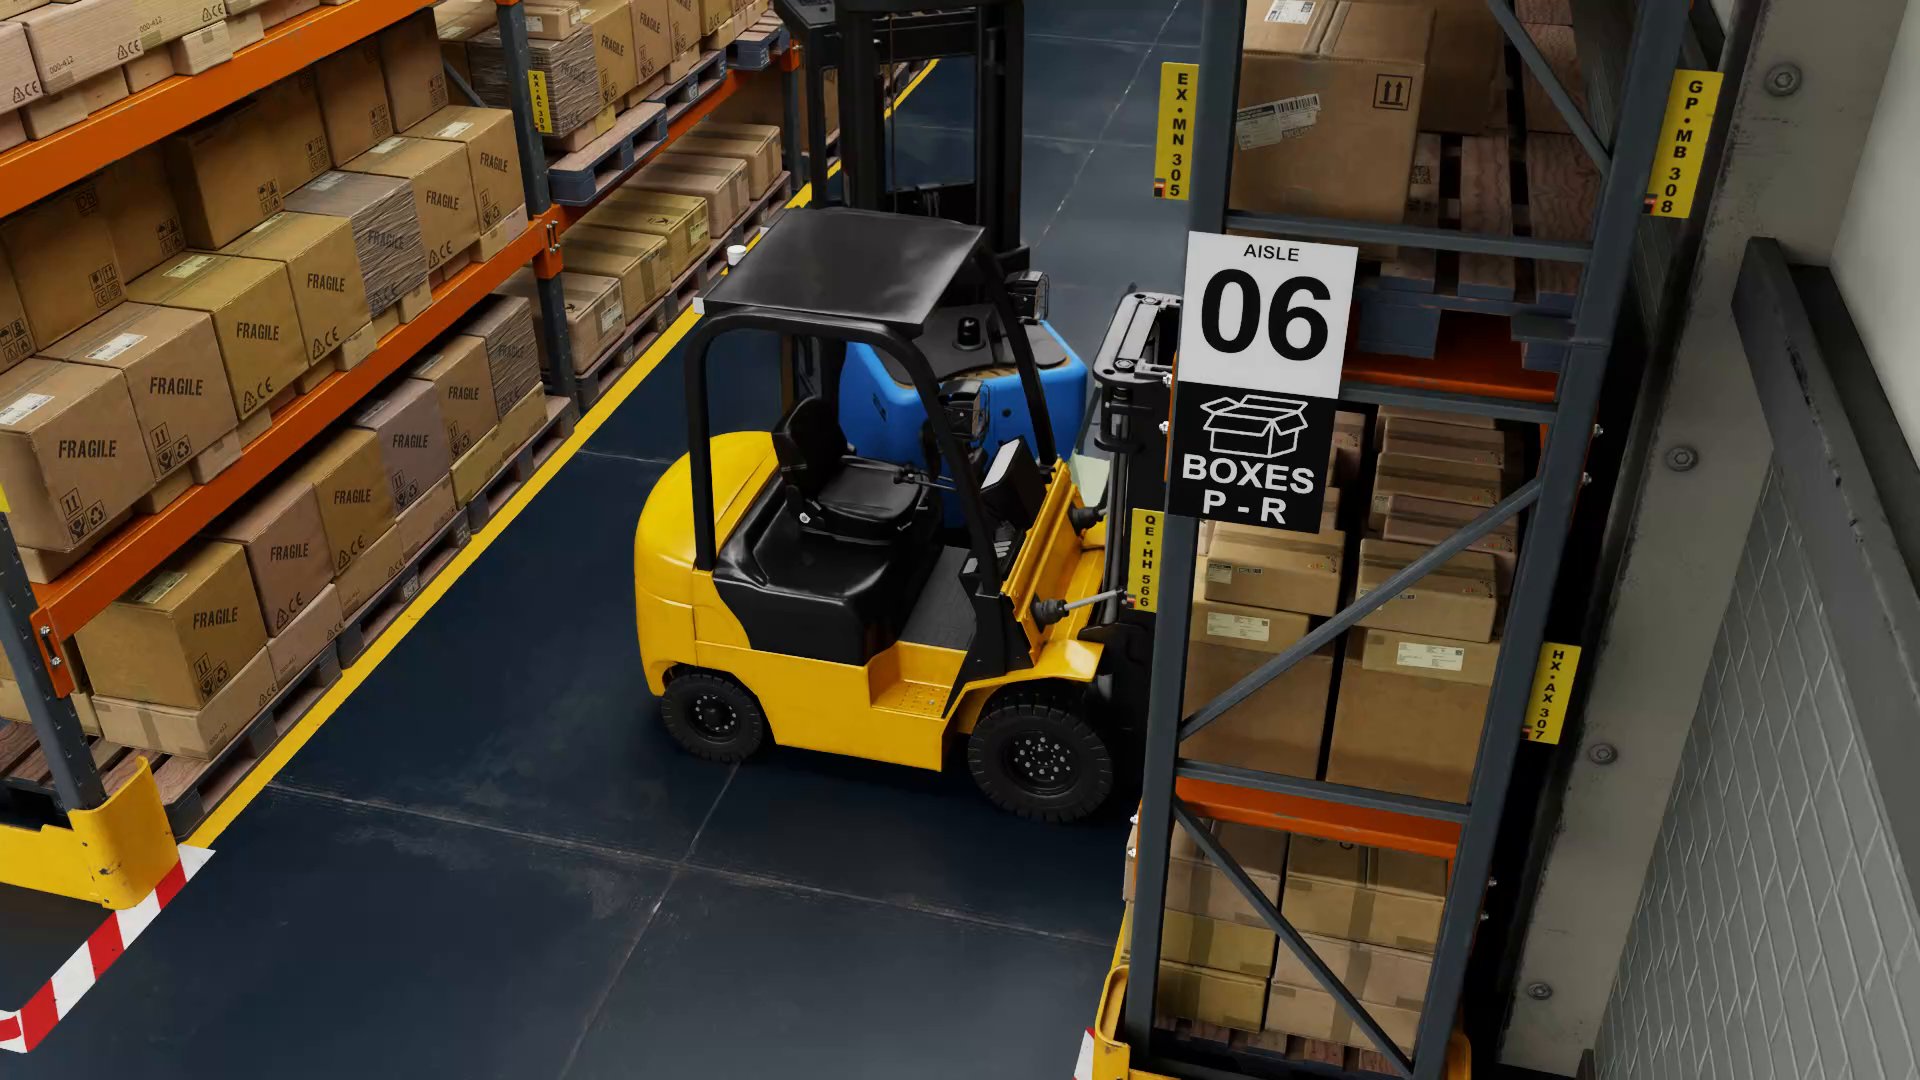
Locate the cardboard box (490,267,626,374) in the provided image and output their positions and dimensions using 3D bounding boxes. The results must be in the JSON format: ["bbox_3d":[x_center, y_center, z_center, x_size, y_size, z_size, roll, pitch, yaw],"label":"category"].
[{"bbox_3d":[-2.620,-1.361,10.153,0.950,0.372,0.625,8,33,13],"label":"cardboard box"}]

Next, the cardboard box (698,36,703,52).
[{"bbox_3d":[-1.924,-3.292,10.975,0.380,0.149,0.250,8,33,13],"label":"cardboard box"}]

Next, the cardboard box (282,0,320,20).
[{"bbox_3d":[-2.959,-2.320,7.042,0.380,0.149,0.250,9,33,13],"label":"cardboard box"}]

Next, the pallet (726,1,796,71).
[{"bbox_3d":[-1.814,-3.631,11.845,1.213,0.211,1.003,8,33,12],"label":"pallet"}]

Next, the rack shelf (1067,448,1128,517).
[{"bbox_3d":[0.726,-0.072,7.976,0.431,0.370,0.720,11,31,-10],"label":"rack shelf"}]

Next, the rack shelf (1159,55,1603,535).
[{"bbox_3d":[1.544,-1.271,5.828,1.077,0.370,4.000,8,33,12],"label":"rack shelf"}]

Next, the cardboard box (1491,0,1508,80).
[{"bbox_3d":[1.455,-1.879,5.533,0.797,0.503,0.637,9,34,14],"label":"cardboard box"}]

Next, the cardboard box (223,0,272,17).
[{"bbox_3d":[-2.987,-2.292,6.626,0.500,0.250,0.500,9,33,13],"label":"cardboard box"}]

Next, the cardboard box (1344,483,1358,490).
[{"bbox_3d":[1.177,-0.138,6.078,0.500,0.500,0.500,7,33,11],"label":"cardboard box"}]

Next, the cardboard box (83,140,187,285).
[{"bbox_3d":[-3.682,-1.370,6.806,0.700,0.500,0.500,8,33,12],"label":"cardboard box"}]

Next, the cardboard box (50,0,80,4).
[{"bbox_3d":[-3.171,-1.972,5.751,0.380,0.149,0.250,8,33,12],"label":"cardboard box"}]

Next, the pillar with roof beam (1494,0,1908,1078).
[{"bbox_3d":[-2.079,-2.627,4.495,9.100,9.000,0.400,8,33,12],"label":"pillar with roof beam"}]

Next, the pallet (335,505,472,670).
[{"bbox_3d":[-3.195,0.145,8.326,1.003,0.211,1.213,8,33,12],"label":"pallet"}]

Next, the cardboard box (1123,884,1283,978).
[{"bbox_3d":[0.857,1.206,5.763,0.500,0.250,0.500,8,33,12],"label":"cardboard box"}]

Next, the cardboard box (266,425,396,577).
[{"bbox_3d":[-3.025,-0.203,7.745,0.500,0.500,0.500,9,33,13],"label":"cardboard box"}]

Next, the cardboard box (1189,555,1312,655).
[{"bbox_3d":[0.853,0.195,4.950,0.380,0.149,0.250,8,33,13],"label":"cardboard box"}]

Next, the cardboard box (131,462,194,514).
[{"bbox_3d":[-3.284,-0.247,6.576,0.380,0.149,0.250,7,33,11],"label":"cardboard box"}]

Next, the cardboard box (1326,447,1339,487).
[{"bbox_3d":[0.996,-0.199,5.292,0.380,0.149,0.250,9,33,13],"label":"cardboard box"}]

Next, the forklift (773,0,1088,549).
[{"bbox_3d":[-0.314,-1.841,8.913,1.130,2.935,3.031,-10,34,-16],"label":"forklift"}]

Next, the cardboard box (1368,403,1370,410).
[{"bbox_3d":[1.949,-0.595,6.797,0.500,0.500,0.500,7,33,11],"label":"cardboard box"}]

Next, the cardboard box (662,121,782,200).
[{"bbox_3d":[-1.889,-2.873,12.531,0.950,0.372,0.625,6,33,9],"label":"cardboard box"}]

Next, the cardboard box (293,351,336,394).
[{"bbox_3d":[-3.037,-0.789,7.429,0.380,0.149,0.250,7,33,11],"label":"cardboard box"}]

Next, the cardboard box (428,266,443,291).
[{"bbox_3d":[-2.813,-1.324,8.271,0.380,0.149,0.250,8,33,12],"label":"cardboard box"}]

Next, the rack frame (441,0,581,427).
[{"bbox_3d":[-2.751,-2.021,9.132,1.000,3.000,0.127,8,33,12],"label":"rack frame"}]

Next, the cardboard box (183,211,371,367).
[{"bbox_3d":[-3.000,-1.119,7.344,0.500,0.500,0.500,7,33,11],"label":"cardboard box"}]

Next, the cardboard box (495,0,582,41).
[{"bbox_3d":[-2.290,-2.835,9.047,0.380,0.149,0.250,8,33,12],"label":"cardboard box"}]

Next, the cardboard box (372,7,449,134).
[{"bbox_3d":[-3.072,-2.411,8.445,0.700,0.500,0.500,8,33,12],"label":"cardboard box"}]

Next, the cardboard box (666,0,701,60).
[{"bbox_3d":[-1.969,-3.353,10.466,0.500,0.500,0.500,7,33,10],"label":"cardboard box"}]

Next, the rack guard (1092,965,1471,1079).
[{"bbox_3d":[1.030,1.796,5.458,1.175,0.500,0.348,8,33,12],"label":"rack guard"}]

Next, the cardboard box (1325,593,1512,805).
[{"bbox_3d":[1.430,0.468,5.125,0.500,0.500,0.500,9,34,14],"label":"cardboard box"}]

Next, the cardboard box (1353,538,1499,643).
[{"bbox_3d":[1.328,0.142,4.755,0.380,0.149,0.250,7,33,11],"label":"cardboard box"}]

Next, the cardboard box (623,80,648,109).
[{"bbox_3d":[-2.129,-2.749,10.121,0.380,0.149,0.250,9,33,13],"label":"cardboard box"}]

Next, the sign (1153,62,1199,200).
[{"bbox_3d":[0.515,-0.958,3.914,0.100,0.325,0.005,8,33,12],"label":"sign"}]

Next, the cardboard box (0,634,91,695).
[{"bbox_3d":[-3.815,0.271,7.001,0.500,0.500,0.500,8,33,13],"label":"cardboard box"}]

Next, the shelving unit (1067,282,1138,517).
[{"bbox_3d":[0.810,-0.342,7.813,0.431,1.500,0.755,11,31,-10],"label":"shelving unit"}]

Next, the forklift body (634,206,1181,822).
[{"bbox_3d":[-0.247,-0.145,6.974,2.313,2.155,1.214,8,33,12],"label":"forklift body"}]

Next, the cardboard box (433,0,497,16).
[{"bbox_3d":[-2.731,-2.894,9.744,0.500,0.500,0.500,8,33,13],"label":"cardboard box"}]

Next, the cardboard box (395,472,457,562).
[{"bbox_3d":[-2.900,-0.153,8.366,0.500,0.250,0.500,9,33,13],"label":"cardboard box"}]

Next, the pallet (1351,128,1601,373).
[{"bbox_3d":[1.241,-0.863,4.598,1.003,0.211,1.213,8,33,12],"label":"pallet"}]

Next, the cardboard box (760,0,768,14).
[{"bbox_3d":[-1.590,-3.816,11.800,0.380,0.149,0.250,9,33,13],"label":"cardboard box"}]

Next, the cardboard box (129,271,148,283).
[{"bbox_3d":[-3.633,-0.950,7.078,0.500,0.500,0.500,8,33,12],"label":"cardboard box"}]

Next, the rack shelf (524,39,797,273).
[{"bbox_3d":[-2.243,-2.755,10.958,1.077,0.370,4.000,8,33,12],"label":"rack shelf"}]

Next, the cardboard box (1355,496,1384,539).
[{"bbox_3d":[1.445,0.005,5.249,0.380,0.149,0.250,7,33,12],"label":"cardboard box"}]

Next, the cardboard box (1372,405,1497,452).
[{"bbox_3d":[1.600,-0.394,5.599,0.380,0.149,0.250,9,34,14],"label":"cardboard box"}]

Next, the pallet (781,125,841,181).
[{"bbox_3d":[-1.463,-3.318,13.773,1.003,0.211,1.213,8,33,12],"label":"pallet"}]

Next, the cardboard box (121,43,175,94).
[{"bbox_3d":[-3.185,-1.784,6.199,0.380,0.149,0.250,7,33,11],"label":"cardboard box"}]
